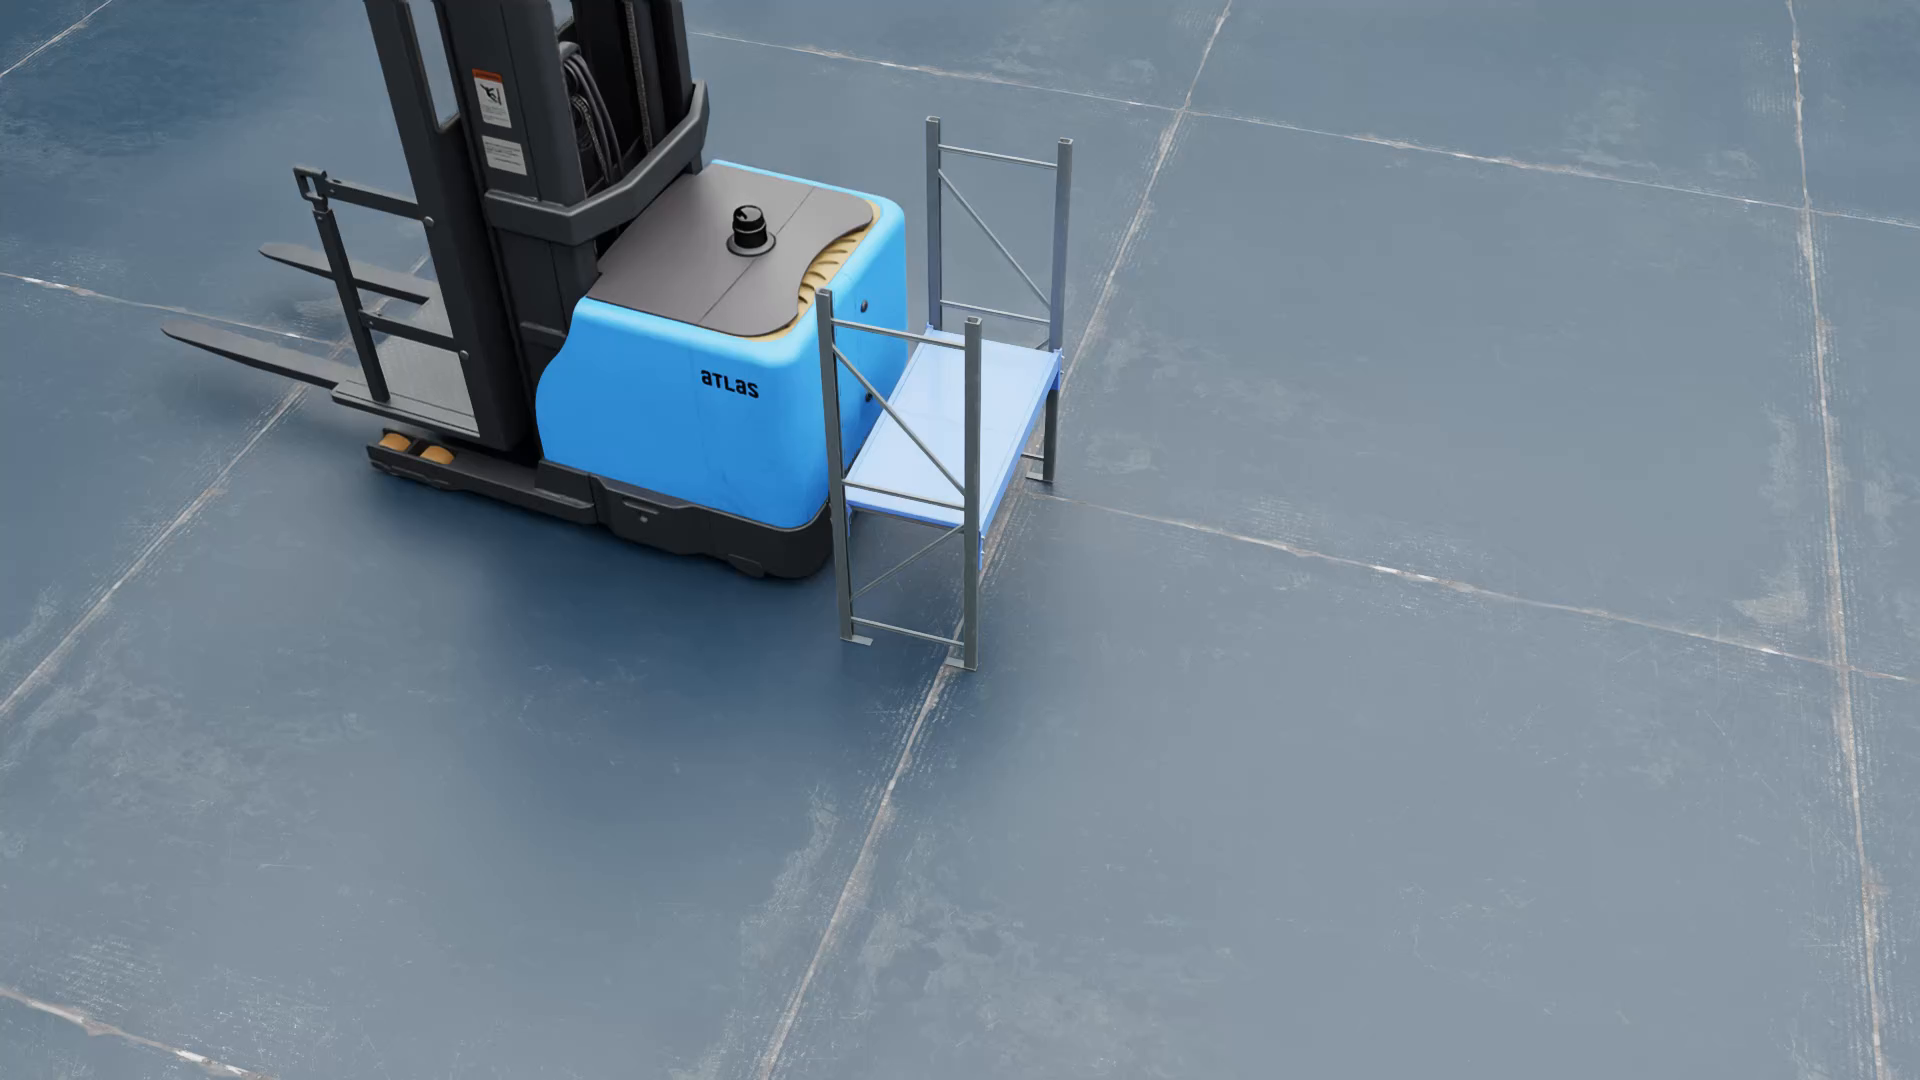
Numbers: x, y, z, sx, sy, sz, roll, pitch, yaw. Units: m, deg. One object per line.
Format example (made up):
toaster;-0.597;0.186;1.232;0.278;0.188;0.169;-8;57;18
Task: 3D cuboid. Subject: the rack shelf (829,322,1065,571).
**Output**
rack shelf;-0.026;-0.351;5.793;0.538;0.185;1.000;13;46;12

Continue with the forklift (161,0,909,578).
forklift;-1.752;-1.572;5.761;3.031;2.935;1.130;16;47;16

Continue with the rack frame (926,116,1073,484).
rack frame;0.128;-0.818;6.014;0.500;1.500;0.032;13;46;12

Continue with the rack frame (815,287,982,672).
rack frame;-0.180;-0.140;5.321;0.500;1.500;0.032;13;46;12

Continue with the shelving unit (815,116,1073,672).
shelving unit;-0.026;-0.479;5.667;0.538;1.500;1.048;13;46;12
